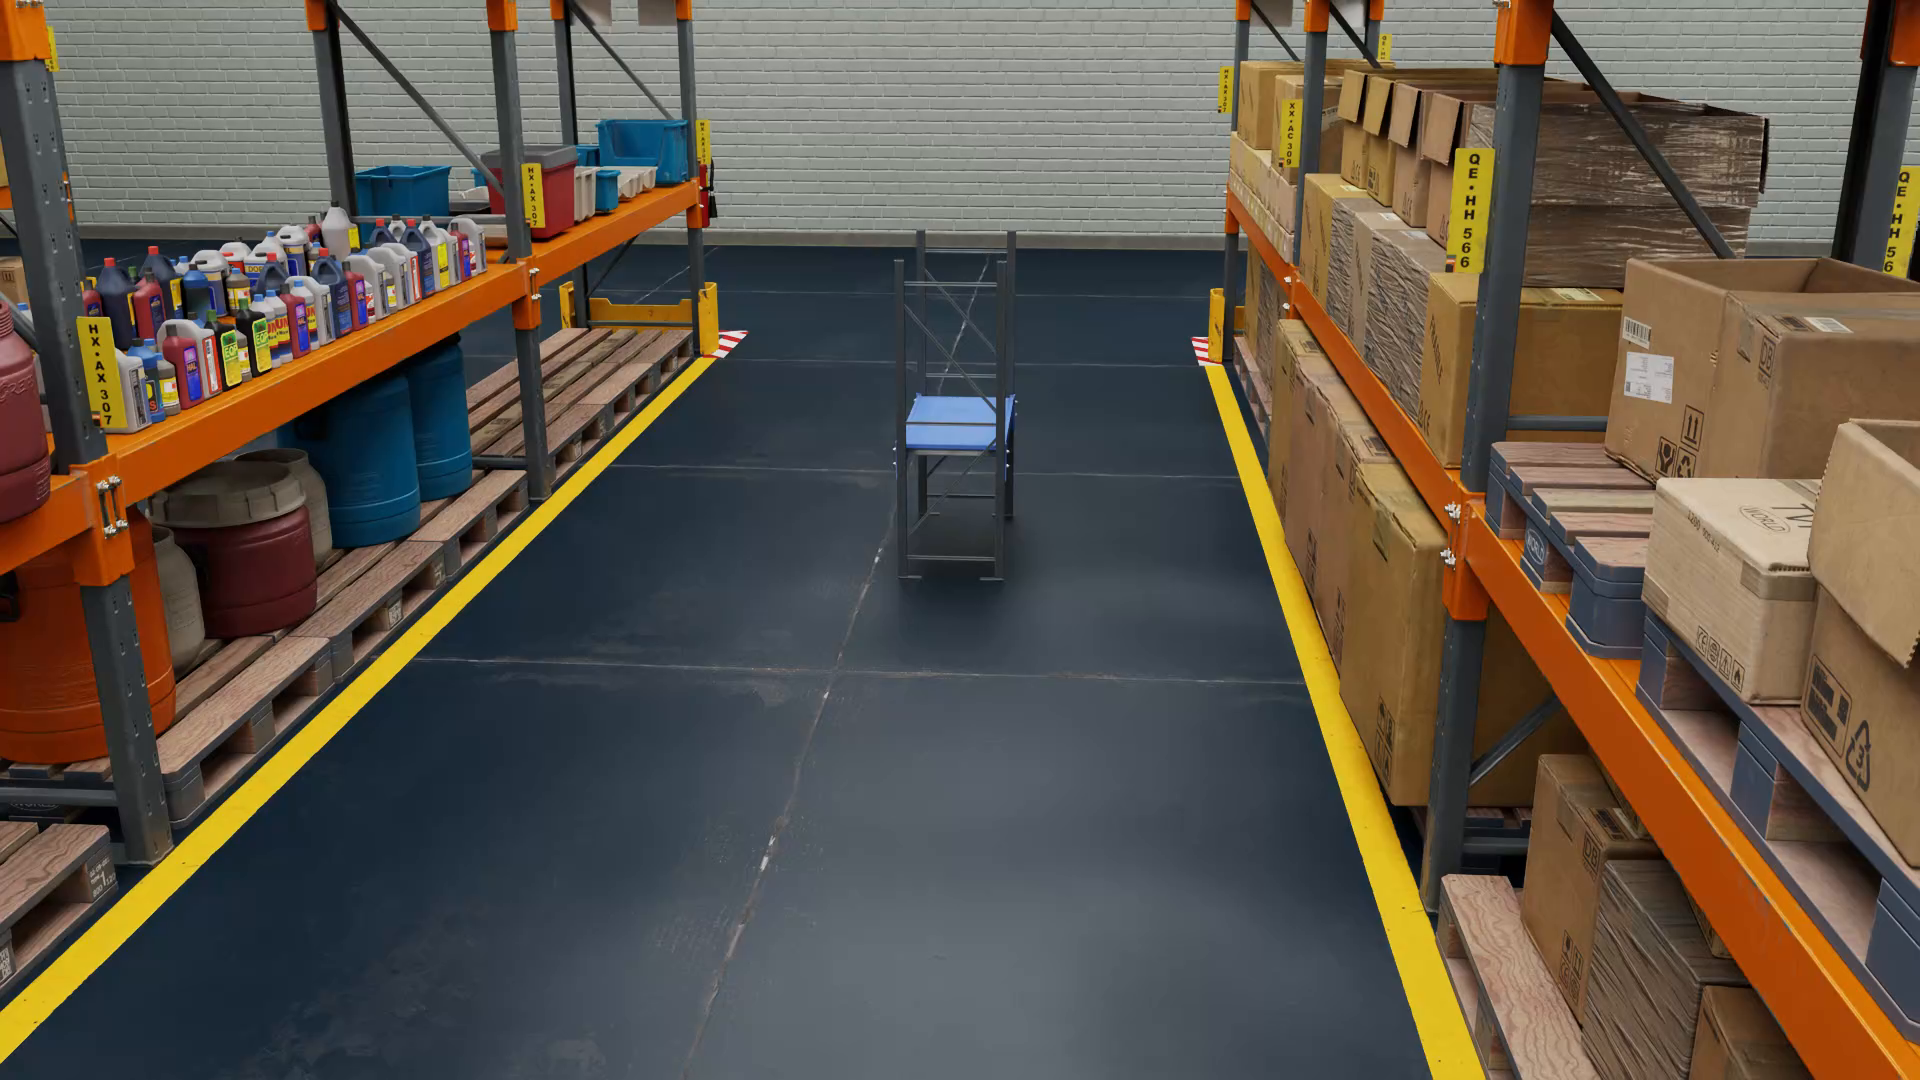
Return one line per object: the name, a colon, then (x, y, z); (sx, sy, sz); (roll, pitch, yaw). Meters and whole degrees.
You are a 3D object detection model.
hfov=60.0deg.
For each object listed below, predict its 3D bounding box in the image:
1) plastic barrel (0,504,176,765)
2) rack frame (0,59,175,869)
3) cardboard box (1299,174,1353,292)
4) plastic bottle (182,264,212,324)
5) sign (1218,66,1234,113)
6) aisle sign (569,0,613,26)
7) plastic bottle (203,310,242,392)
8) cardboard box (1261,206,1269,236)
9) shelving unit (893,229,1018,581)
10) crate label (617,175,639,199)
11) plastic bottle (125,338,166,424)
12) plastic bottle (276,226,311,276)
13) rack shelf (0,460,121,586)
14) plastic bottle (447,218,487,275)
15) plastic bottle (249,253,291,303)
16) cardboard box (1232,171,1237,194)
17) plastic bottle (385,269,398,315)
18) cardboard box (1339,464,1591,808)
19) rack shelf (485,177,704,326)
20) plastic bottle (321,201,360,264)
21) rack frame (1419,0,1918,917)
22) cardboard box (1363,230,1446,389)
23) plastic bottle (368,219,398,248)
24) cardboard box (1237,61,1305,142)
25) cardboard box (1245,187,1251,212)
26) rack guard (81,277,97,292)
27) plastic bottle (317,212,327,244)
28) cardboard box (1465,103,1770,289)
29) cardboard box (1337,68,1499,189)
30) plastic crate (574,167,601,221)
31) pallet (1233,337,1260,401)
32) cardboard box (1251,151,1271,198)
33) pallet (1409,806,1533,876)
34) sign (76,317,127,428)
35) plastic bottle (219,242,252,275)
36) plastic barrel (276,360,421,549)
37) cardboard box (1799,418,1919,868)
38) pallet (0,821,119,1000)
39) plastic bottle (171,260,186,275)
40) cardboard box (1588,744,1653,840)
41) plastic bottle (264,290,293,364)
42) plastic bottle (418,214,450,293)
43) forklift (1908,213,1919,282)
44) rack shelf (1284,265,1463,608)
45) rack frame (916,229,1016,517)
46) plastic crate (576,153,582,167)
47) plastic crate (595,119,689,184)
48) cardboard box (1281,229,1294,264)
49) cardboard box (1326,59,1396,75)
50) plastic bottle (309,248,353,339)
plastic barrel: (-3.021, 0.262, 5.617); (0.600, 0.830, 0.708); (1, 18, 4)
rack frame: (-3.039, -0.417, 4.880); (1.000, 3.000, 0.127); (1, 18, 4)
cardboard box: (1.906, -1.459, 7.899); (0.500, 0.500, 0.500); (1, 18, 4)
plastic bottle: (-3.154, -1.005, 6.878); (0.097, 0.271, 0.097); (0, 18, 0)
sign: (1.922, -3.255, 12.021); (0.100, 0.325, 0.005); (1, 18, 4)
aisle sign: (-2.756, -4.166, 12.146); (0.394, 0.787, 0.004); (1, 18, 4)
plastic bottle: (-2.597, -0.673, 5.848); (0.061, 0.283, 0.133); (1, 18, 4)
cardboard box: (1.957, -1.851, 9.659); (0.380, 0.149, 0.250); (2, 18, 5)
shelving unit: (-0.006, -0.686, 8.109); (0.538, 1.500, 1.048); (1, 18, 4)
crate label: (-2.374, -2.371, 11.169); (0.396, 0.136, 0.243); (1, 18, 4)
plastic bottle: (-2.650, -0.519, 5.396); (0.097, 0.271, 0.097); (0, 18, 0)
plastic bottle: (-3.191, -1.352, 7.931); (0.152, 0.276, 0.135); (1, 18, 4)
rack shelf: (-3.182, 0.546, 3.096); (1.077, 0.370, 4.000); (1, 18, 4)
plastic bottle: (-2.458, -1.471, 8.295); (0.152, 0.276, 0.135); (1, 18, 4)
plastic bottle: (-2.732, -0.963, 6.624); (0.144, 0.351, 0.185); (1, 18, 4)
cardboard box: (2.103, -2.489, 11.607); (0.380, 0.149, 0.250); (1, 18, 3)
plastic bottle: (-2.511, -1.087, 7.243); (0.097, 0.201, 0.097); (0, 18, 0)
cardboard box: (1.972, 0.289, 5.460); (1.225, 0.875, 0.875); (0, 18, 1)
rack shelf: (-2.609, -1.939, 10.679); (1.077, 0.370, 4.000); (1, 18, 4)
plastic bottle: (-3.103, -1.522, 8.329); (0.144, 0.351, 0.185); (1, 18, 4)
rack frame: (1.901, -0.307, 4.542); (1.000, 3.000, 0.127); (1, 18, 4)
cardboard box: (1.765, -0.829, 5.976); (0.500, 0.500, 0.500); (1, 18, 2)
plastic bottle: (-2.649, -1.289, 7.620); (0.144, 0.351, 0.185); (1, 18, 4)
cardboard box: (2.135, -2.920, 11.075); (0.500, 0.500, 0.500); (1, 18, 3)
cardboard box: (2.031, -2.170, 10.631); (0.380, 0.149, 0.250); (1, 18, 3)
rack guard: (-7.411, -1.802, 13.120); (1.175, 0.500, 0.348); (1, 18, 4)
plastic bottle: (-3.204, -1.500, 8.371); (0.061, 0.283, 0.133); (1, 18, 4)
cardboard box: (1.970, -1.058, 5.062); (0.797, 0.503, 0.637); (2, 18, 6)
cardboard box: (2.151, -1.875, 7.556); (0.797, 0.503, 0.637); (1, 18, 2)
plastic crate: (-2.459, -2.102, 10.115); (0.437, 0.282, 0.530); (1, 18, 4)
pallet: (2.496, -1.216, 11.796); (1.003, 0.211, 1.213); (1, 18, 4)
cardboard box: (2.069, -2.239, 10.201); (0.500, 0.250, 0.500); (1, 18, 3)
pallet: (2.033, 0.775, 5.718); (1.003, 0.211, 1.213); (1, 18, 4)
sign: (-2.490, -0.485, 4.823); (0.100, 0.325, 0.005); (1, 18, 4)
plastic bottle: (-3.232, -1.178, 7.400); (0.152, 0.276, 0.135); (1, 18, 4)
plastic barrel: (-2.859, -0.474, 7.747); (0.600, 0.901, 0.708); (1, 18, 4)
cardboard box: (1.647, 0.146, 2.319); (0.797, 0.503, 0.637); (3, 18, 10)
pallet: (-3.133, 1.147, 4.582); (1.003, 0.211, 1.213); (1, 18, 4)
plastic bottle: (-3.291, -1.038, 6.980); (0.097, 0.271, 0.097); (0, 18, 0)
cardboard box: (1.883, 0.524, 4.109); (0.500, 0.250, 0.500); (2, 18, 6)
plastic bottle: (-2.583, -0.806, 6.272); (0.097, 0.271, 0.097); (0, 18, 0)
plastic bottle: (-2.491, -1.344, 7.785); (0.144, 0.351, 0.185); (1, 18, 4)
forklift: (4.534, -0.915, 6.507); (1.130, 2.935, 3.031); (-1, 18, -4)
rack shelf: (2.045, -0.586, 6.550); (1.077, 0.370, 4.000); (1, 18, 4)
rack frame: (0.030, -0.844, 8.590); (0.500, 1.500, 0.032); (1, 18, 4)
plastic crate: (-2.858, -2.577, 11.643); (0.416, 0.233, 0.300); (1, 18, 4)
plastic crate: (-2.303, -2.839, 12.117); (0.616, 0.435, 0.499); (1, 18, 4)
cardboard box: (1.883, -1.532, 8.684); (0.380, 0.149, 0.250); (1, 18, 4)
cardboard box: (2.702, -3.061, 11.505); (0.500, 0.500, 0.500); (2, 18, 5)
plastic bottle: (-2.570, -1.001, 6.741); (0.144, 0.351, 0.185); (1, 18, 4)
